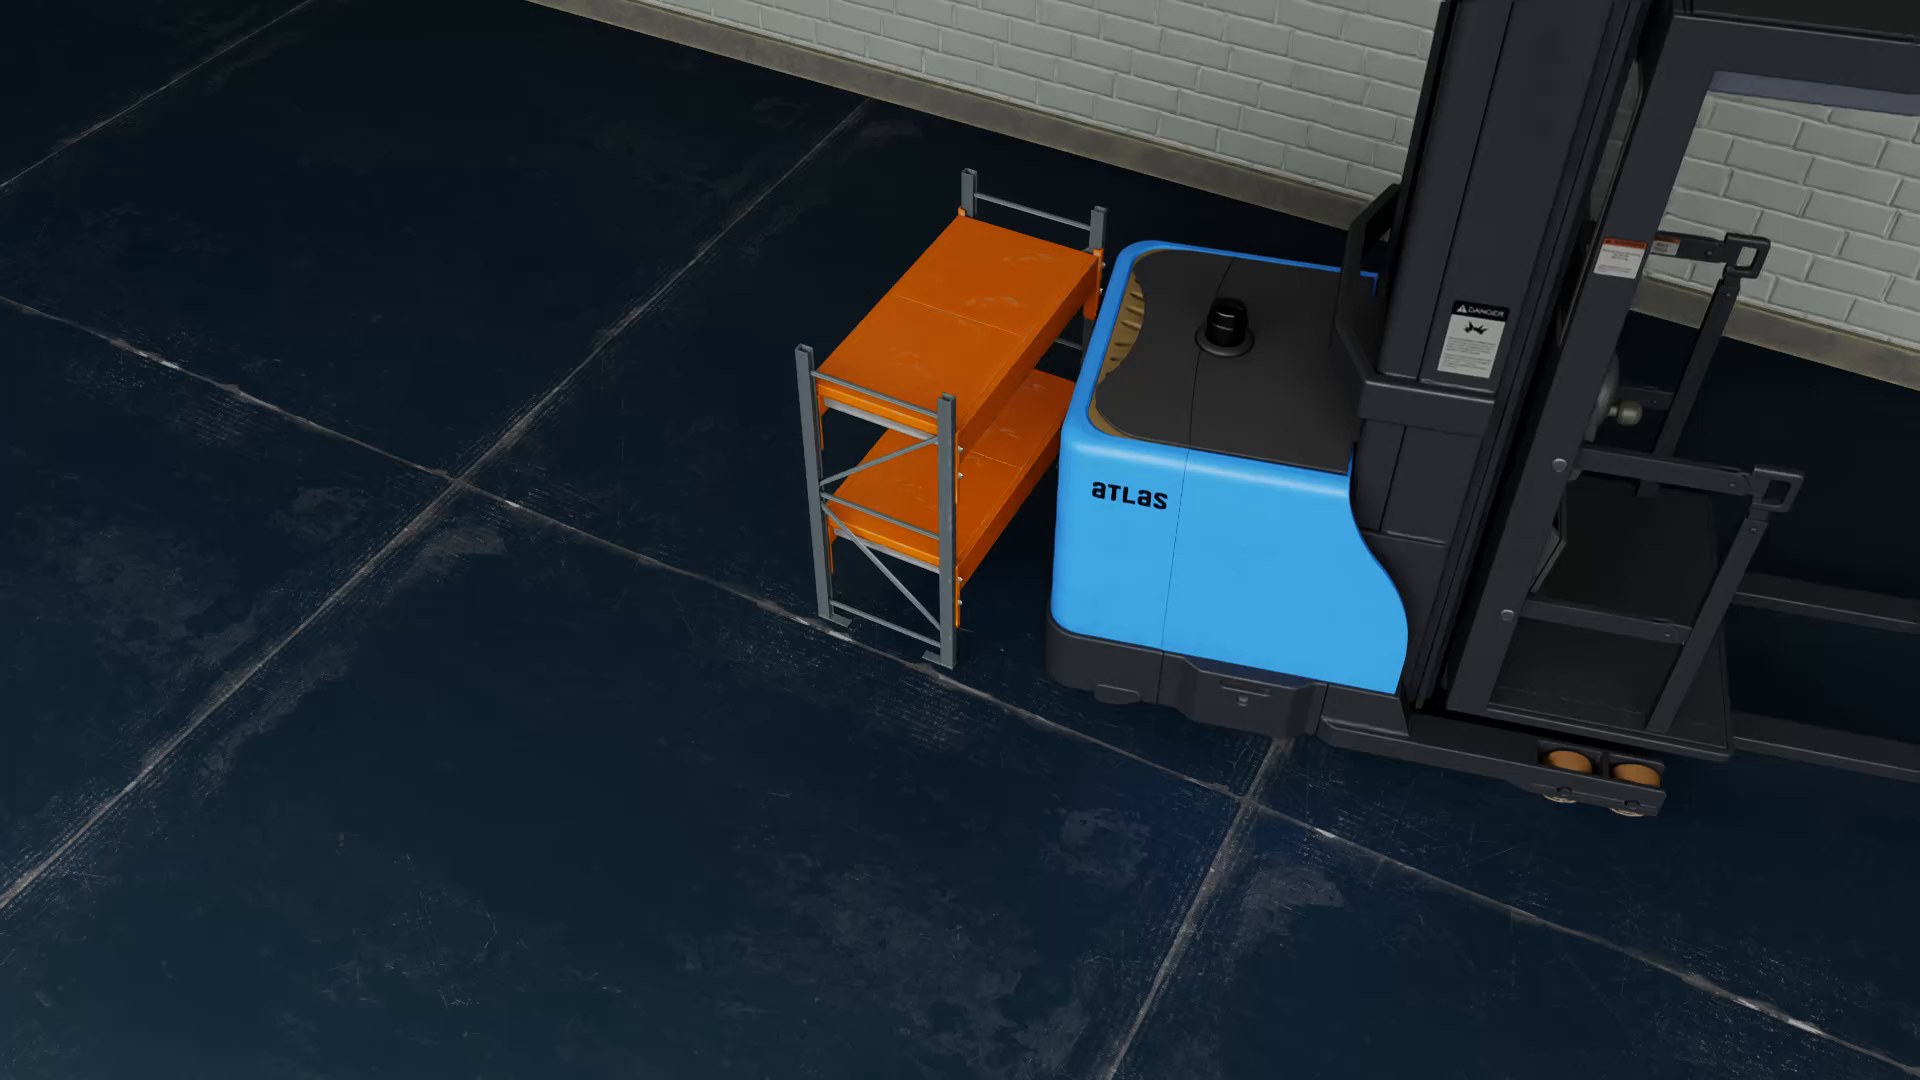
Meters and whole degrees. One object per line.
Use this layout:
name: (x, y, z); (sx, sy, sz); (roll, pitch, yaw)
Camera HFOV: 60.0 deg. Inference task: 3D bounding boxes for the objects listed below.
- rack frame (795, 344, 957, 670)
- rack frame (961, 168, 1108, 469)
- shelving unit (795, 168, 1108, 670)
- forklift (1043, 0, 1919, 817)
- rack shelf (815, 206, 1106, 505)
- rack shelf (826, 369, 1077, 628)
rack frame: (-0.239, -0.071, 5.029); (0.500, 1.125, 0.032); (20, 49, 19)
rack frame: (0.233, -0.711, 5.662); (0.500, 1.125, 0.032); (20, 49, 19)
shelving unit: (-0.003, -0.391, 5.346); (0.538, 1.125, 1.048); (20, 49, 19)
forklift: (1.839, -0.631, 4.313); (3.031, 2.935, 1.130); (10, 46, 10)
rack shelf: (-0.003, -0.597, 5.138); (0.538, 0.278, 1.000); (20, 49, 19)
rack shelf: (-0.003, -0.219, 5.520); (0.538, 0.278, 1.000); (20, 49, 19)
